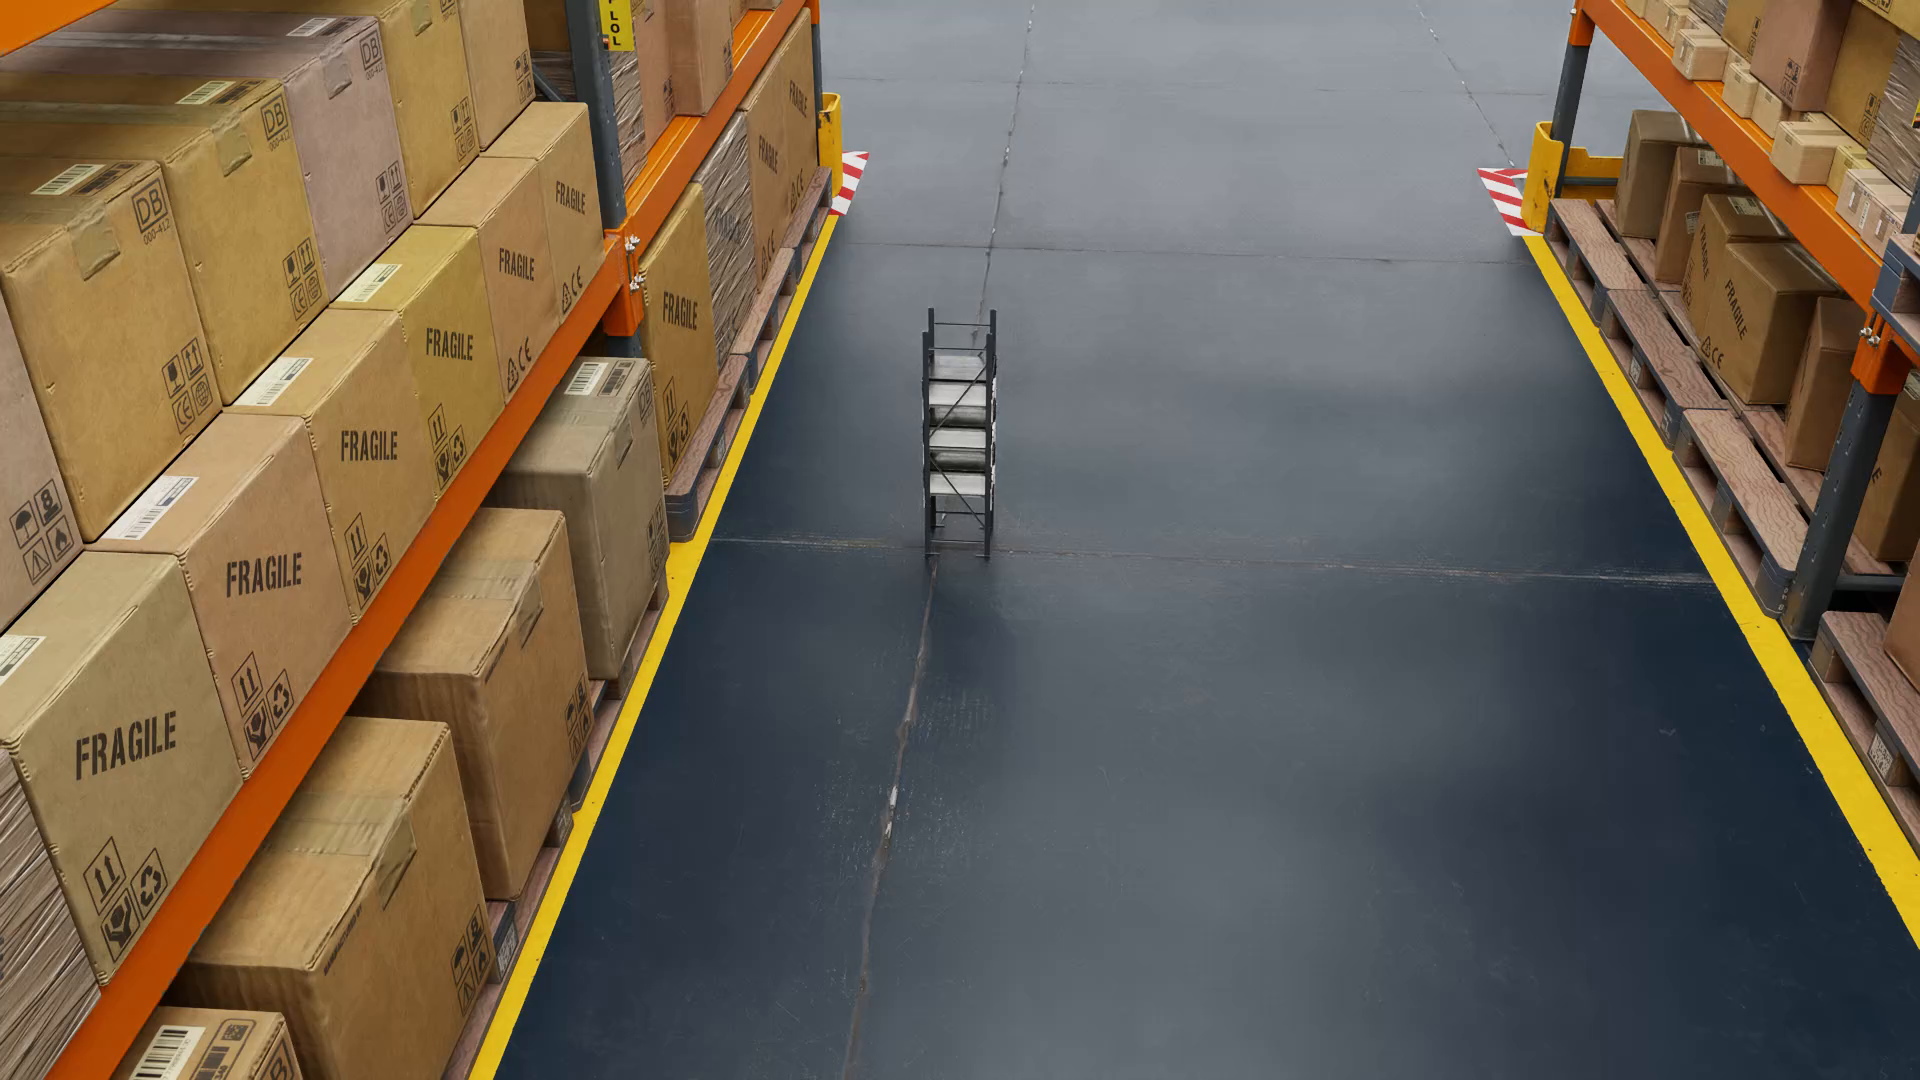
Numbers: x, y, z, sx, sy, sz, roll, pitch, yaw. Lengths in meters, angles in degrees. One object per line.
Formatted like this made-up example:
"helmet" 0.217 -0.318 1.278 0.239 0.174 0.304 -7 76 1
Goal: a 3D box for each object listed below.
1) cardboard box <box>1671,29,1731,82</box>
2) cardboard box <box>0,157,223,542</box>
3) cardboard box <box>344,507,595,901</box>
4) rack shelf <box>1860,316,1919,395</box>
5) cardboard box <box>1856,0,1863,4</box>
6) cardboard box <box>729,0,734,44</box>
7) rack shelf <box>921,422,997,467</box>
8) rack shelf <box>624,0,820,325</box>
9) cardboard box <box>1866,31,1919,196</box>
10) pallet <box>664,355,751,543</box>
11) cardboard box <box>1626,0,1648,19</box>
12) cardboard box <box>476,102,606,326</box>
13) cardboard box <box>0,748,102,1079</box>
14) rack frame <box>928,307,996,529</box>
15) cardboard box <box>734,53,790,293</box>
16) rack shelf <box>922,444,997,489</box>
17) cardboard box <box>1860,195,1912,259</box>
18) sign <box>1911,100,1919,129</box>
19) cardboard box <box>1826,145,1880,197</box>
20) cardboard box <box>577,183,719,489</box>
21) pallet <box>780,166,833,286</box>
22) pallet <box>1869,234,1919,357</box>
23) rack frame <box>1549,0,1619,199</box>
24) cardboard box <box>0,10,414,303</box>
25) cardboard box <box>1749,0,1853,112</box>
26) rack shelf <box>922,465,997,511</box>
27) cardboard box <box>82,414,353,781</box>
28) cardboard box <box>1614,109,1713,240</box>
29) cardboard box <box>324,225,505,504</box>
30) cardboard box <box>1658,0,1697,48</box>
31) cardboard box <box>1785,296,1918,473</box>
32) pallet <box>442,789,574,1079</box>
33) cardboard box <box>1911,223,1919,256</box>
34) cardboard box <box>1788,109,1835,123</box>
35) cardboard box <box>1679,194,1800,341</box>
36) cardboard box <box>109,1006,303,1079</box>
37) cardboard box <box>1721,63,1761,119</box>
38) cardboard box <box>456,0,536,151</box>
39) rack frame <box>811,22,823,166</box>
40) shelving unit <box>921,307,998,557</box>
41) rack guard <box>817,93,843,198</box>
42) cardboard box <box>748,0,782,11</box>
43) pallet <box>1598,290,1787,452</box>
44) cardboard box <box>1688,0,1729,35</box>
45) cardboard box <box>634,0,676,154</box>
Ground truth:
"cardboard box" 3.188 -2.005 6.884 0.380 0.149 0.250 2 32 4
"cardboard box" -1.793 -0.348 2.907 0.700 0.500 0.500 2 32 3
"cardboard box" -1.637 0.408 4.474 1.050 0.750 0.750 2 32 4
"rack shelf" 3.179 0.413 3.407 1.077 0.370 4.000 2 32 4
"cardboard box" 3.144 -2.043 5.374 0.500 0.500 0.500 2 32 4
"cardboard box" -1.448 -2.309 6.994 0.875 0.550 0.500 2 32 4
"rack shelf" -0.001 -0.350 6.025 0.258 0.077 0.200 2 32 4
"rack shelf" -1.431 -1.944 7.231 1.077 0.370 4.000 2 32 4
"cardboard box" 3.440 -1.341 5.189 0.875 0.500 0.500 2 32 4
"pallet" -1.454 -0.411 6.716 1.003 0.211 1.213 2 32 4
"cardboard box" 3.332 -2.525 7.728 0.380 0.149 0.250 2 32 4
"cardboard box" -1.369 -0.962 4.857 0.500 0.500 0.500 2 32 4
"cardboard box" -1.613 0.622 2.287 0.500 0.500 0.500 3 32 5
"rack frame" 0.008 -0.432 6.093 0.240 0.900 0.006 2 32 4
"cardboard box" -1.327 -1.752 7.859 0.875 0.875 0.875 2 32 3
"rack shelf" -0.001 -0.274 6.072 0.258 0.077 0.200 2 32 4
"cardboard box" 3.066 -0.957 5.184 0.380 0.149 0.250 2 32 4
"sign" 2.800 -1.327 4.719 0.100 0.325 0.005 2 32 4
"cardboard box" 3.176 -1.216 5.603 0.380 0.149 0.250 2 32 4
"cardboard box" -1.472 -0.804 6.321 0.875 0.875 0.875 3 32 5
"pallet" -1.255 -1.687 8.787 1.003 0.211 1.213 2 32 4
"pallet" 3.135 -0.464 4.327 1.003 0.211 1.213 2 32 4
"rack frame" 3.668 -3.031 8.309 1.000 3.000 0.127 2 32 4
"cardboard box" -1.709 -0.879 3.769 0.700 0.500 0.500 3 32 4
"cardboard box" 3.456 -1.867 6.042 0.875 0.500 0.500 2 32 4
"rack shelf" -0.001 -0.197 6.119 0.258 0.077 0.200 2 32 4
"cardboard box" -1.533 0.092 3.146 0.500 0.500 0.500 2 32 4
"cardboard box" 3.600 -1.820 8.326 0.500 0.500 0.500 8 33 13
"cardboard box" -1.452 -0.434 4.000 0.500 0.500 0.500 3 32 5
"cardboard box" 3.305 -2.263 7.303 0.380 0.149 0.250 2 32 4
"cardboard box" 3.453 -0.561 6.284 0.500 0.500 0.500 13 34 19
"pallet" -1.678 1.029 4.378 1.003 0.211 1.213 2 32 4
"cardboard box" 3.138 -0.964 3.983 1.000 1.000 1.000 3 32 4
"cardboard box" 3.238 -1.476 6.026 0.380 0.149 0.250 2 32 4
"cardboard box" 3.516 -1.179 7.287 0.500 0.500 0.500 5 32 9
"cardboard box" -1.780 1.352 2.941 1.050 0.750 0.750 2 32 3
"cardboard box" 3.203 -1.741 6.456 0.380 0.149 0.250 2 32 4
"cardboard box" -1.628 -1.412 4.635 0.700 0.500 0.500 2 32 3
"rack frame" -1.268 -3.296 8.739 1.000 3.000 0.127 2 32 4
"shelving unit" -0.001 -0.379 6.007 0.258 0.900 0.210 2 32 4
"rack guard" -1.266 -2.244 9.415 1.175 0.500 0.348 2 32 4
"cardboard box" -1.276 -2.875 7.913 0.875 0.550 0.550 2 32 4
"pallet" 3.458 -0.745 7.257 1.003 0.211 1.213 2 32 4
"cardboard box" 3.591 -2.388 6.886 0.875 0.500 0.500 2 32 4
"cardboard box" -1.553 -1.750 6.088 0.875 0.550 0.550 2 32 4
